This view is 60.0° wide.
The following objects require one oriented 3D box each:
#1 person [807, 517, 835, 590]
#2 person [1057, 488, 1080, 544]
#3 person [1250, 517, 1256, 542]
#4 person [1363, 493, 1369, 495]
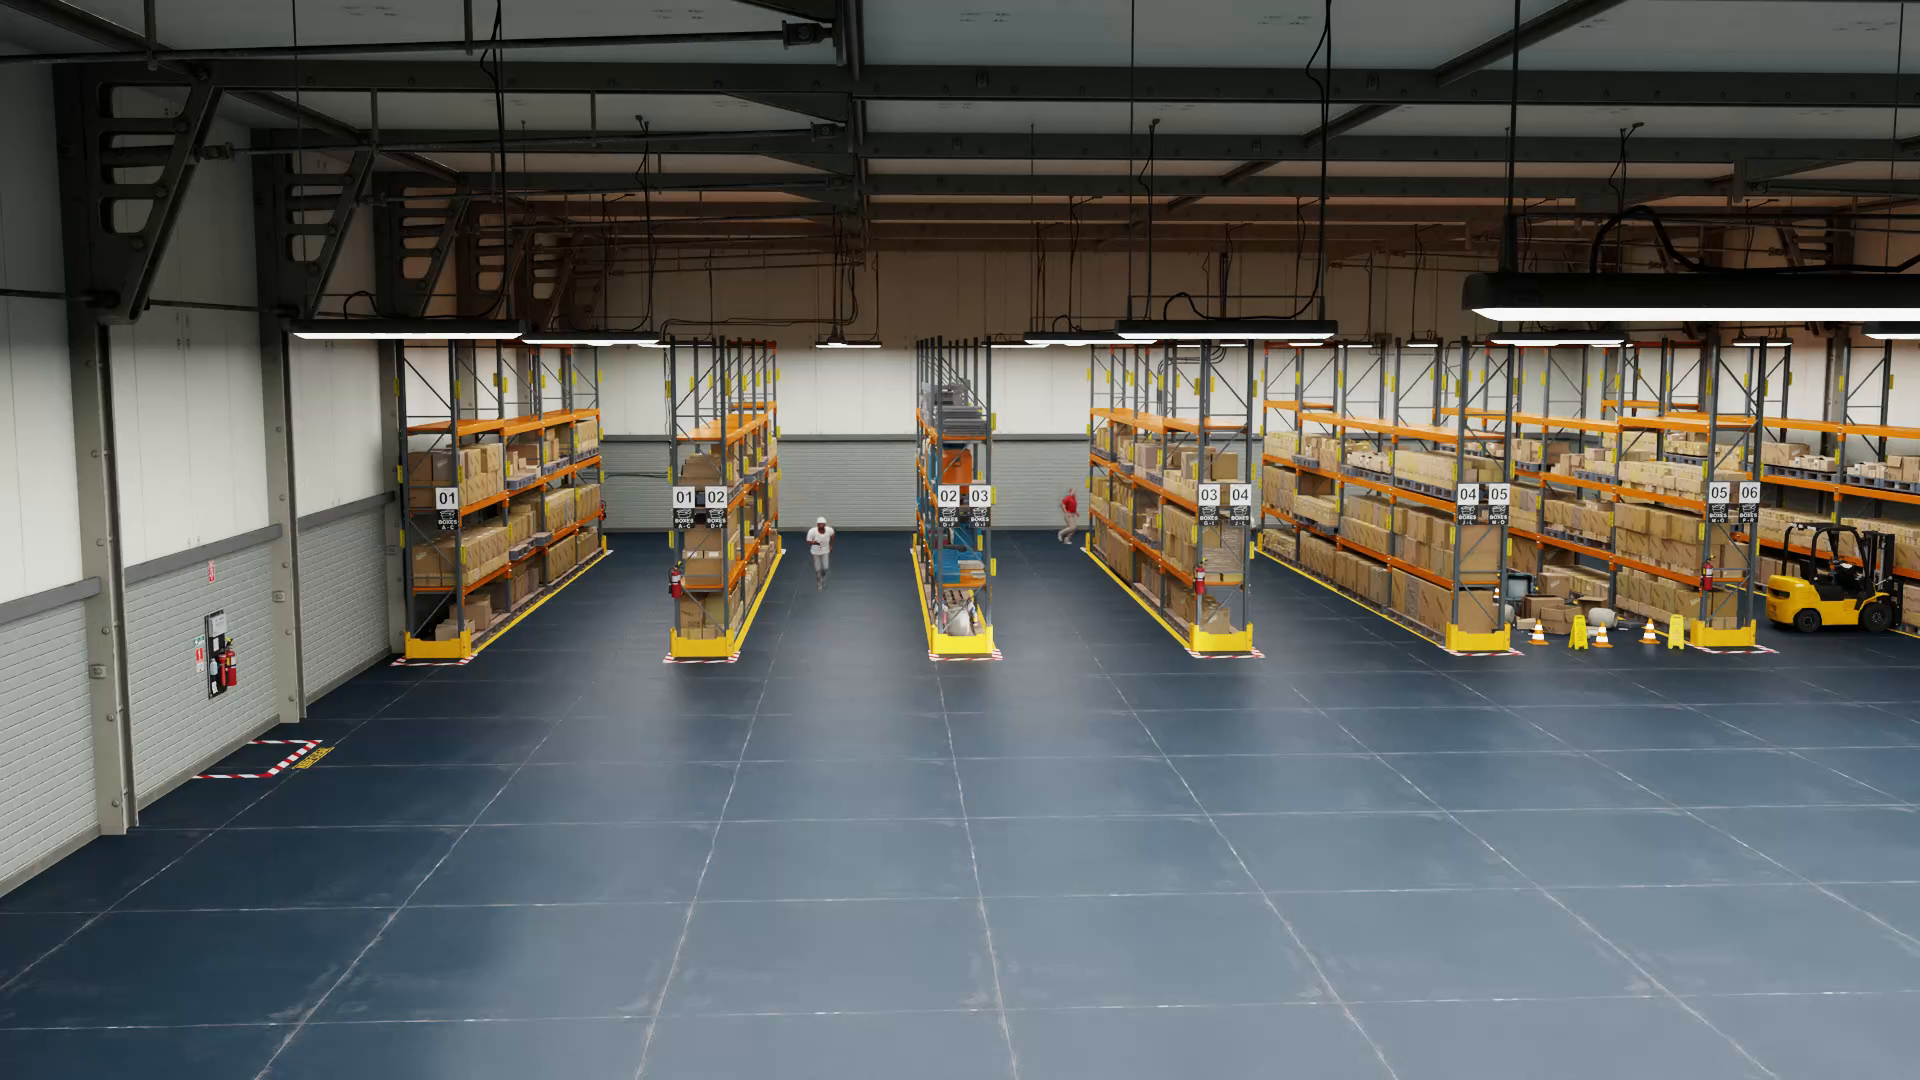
[{"bbox_3d":[-3.130,0.322,37.570,0.658,1.701,0.793,-1,7,-9],"label":"person"},{"bbox_3d":[3.263,-0.710,49.449,0.576,1.652,0.661,3,7,26],"label":"person"},{"bbox_3d":[7.745,-0.128,45.014,0.585,1.440,1.094,2,7,16],"label":"person"},{"bbox_3d":[11.577,-0.443,46.779,0.706,1.733,0.864,-5,8,-36],"label":"person"}]
